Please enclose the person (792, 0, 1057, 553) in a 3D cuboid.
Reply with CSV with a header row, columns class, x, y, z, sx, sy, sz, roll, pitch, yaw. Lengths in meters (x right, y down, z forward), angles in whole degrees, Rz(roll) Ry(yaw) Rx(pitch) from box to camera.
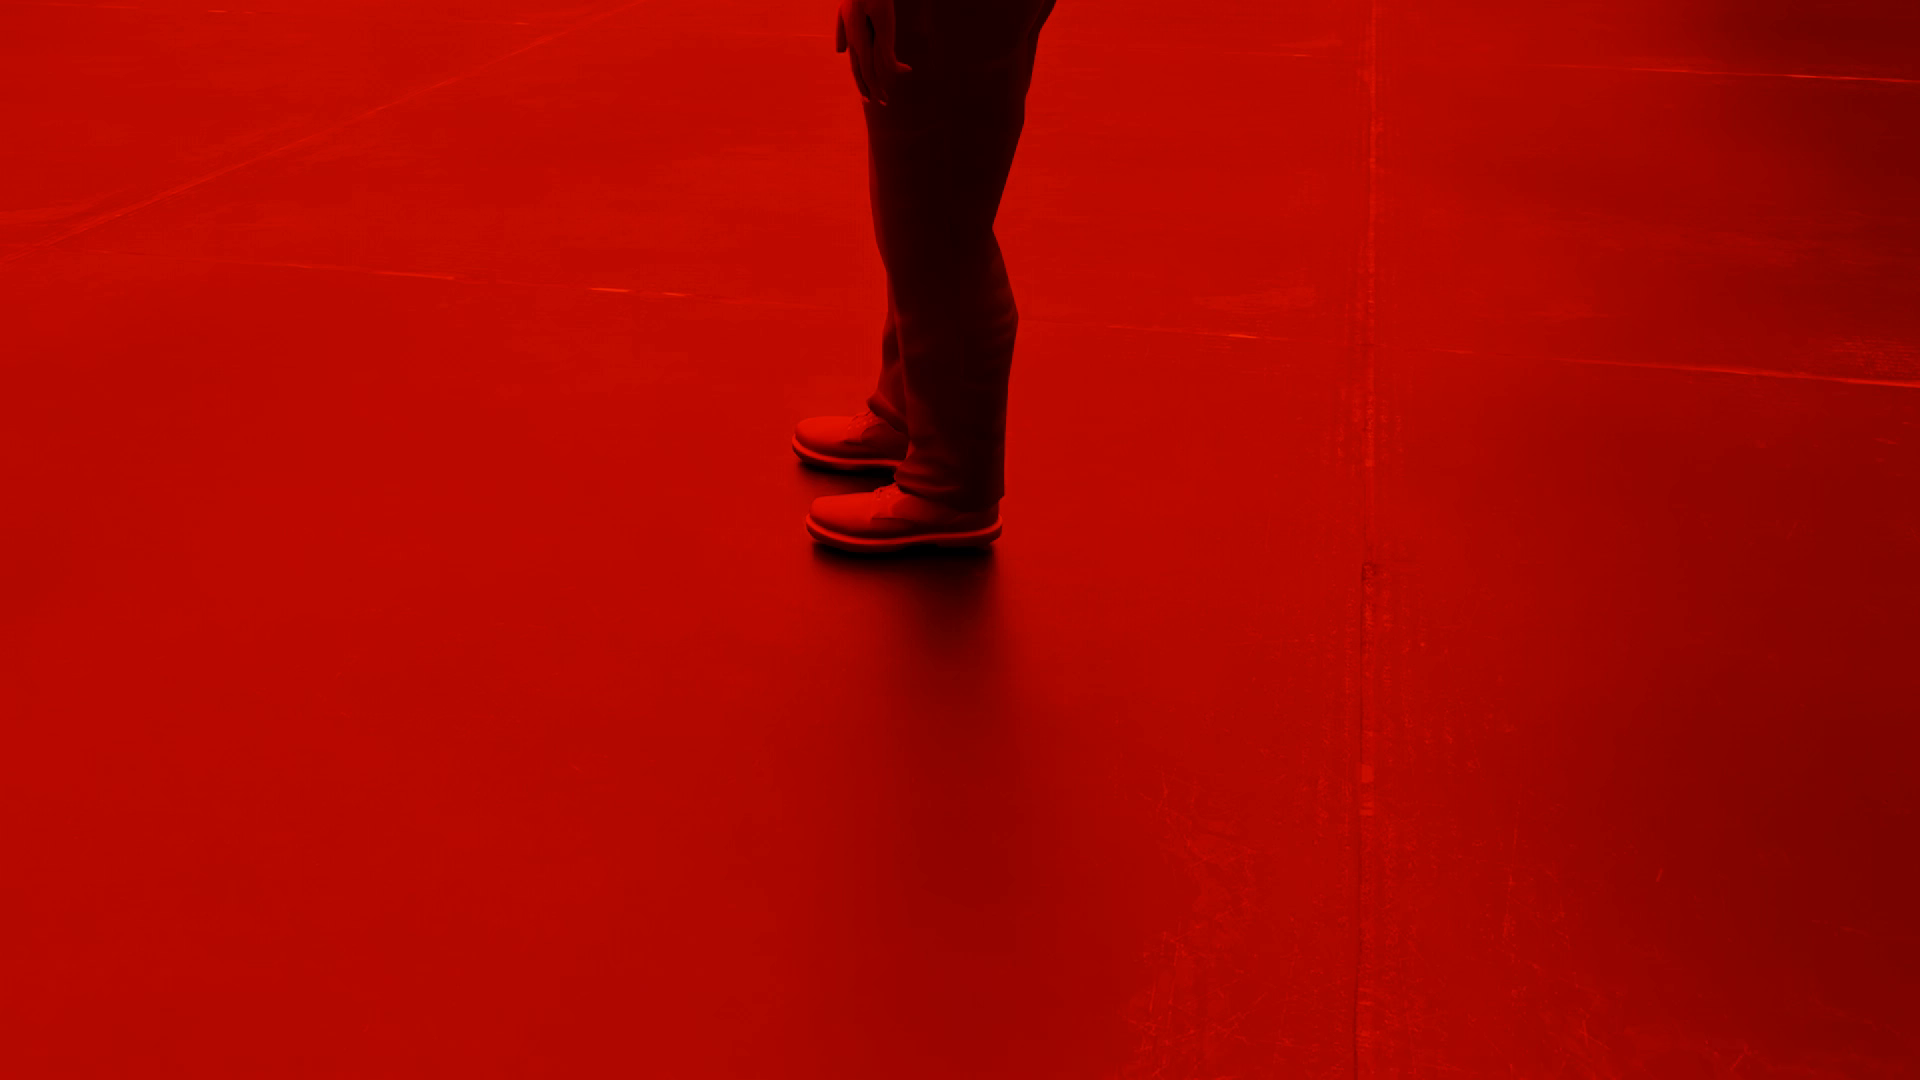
class,x,y,z,sx,sy,sz,roll,pitch,yaw
person,-0.081,-0.763,2.159,0.503,1.656,0.569,6,27,11
